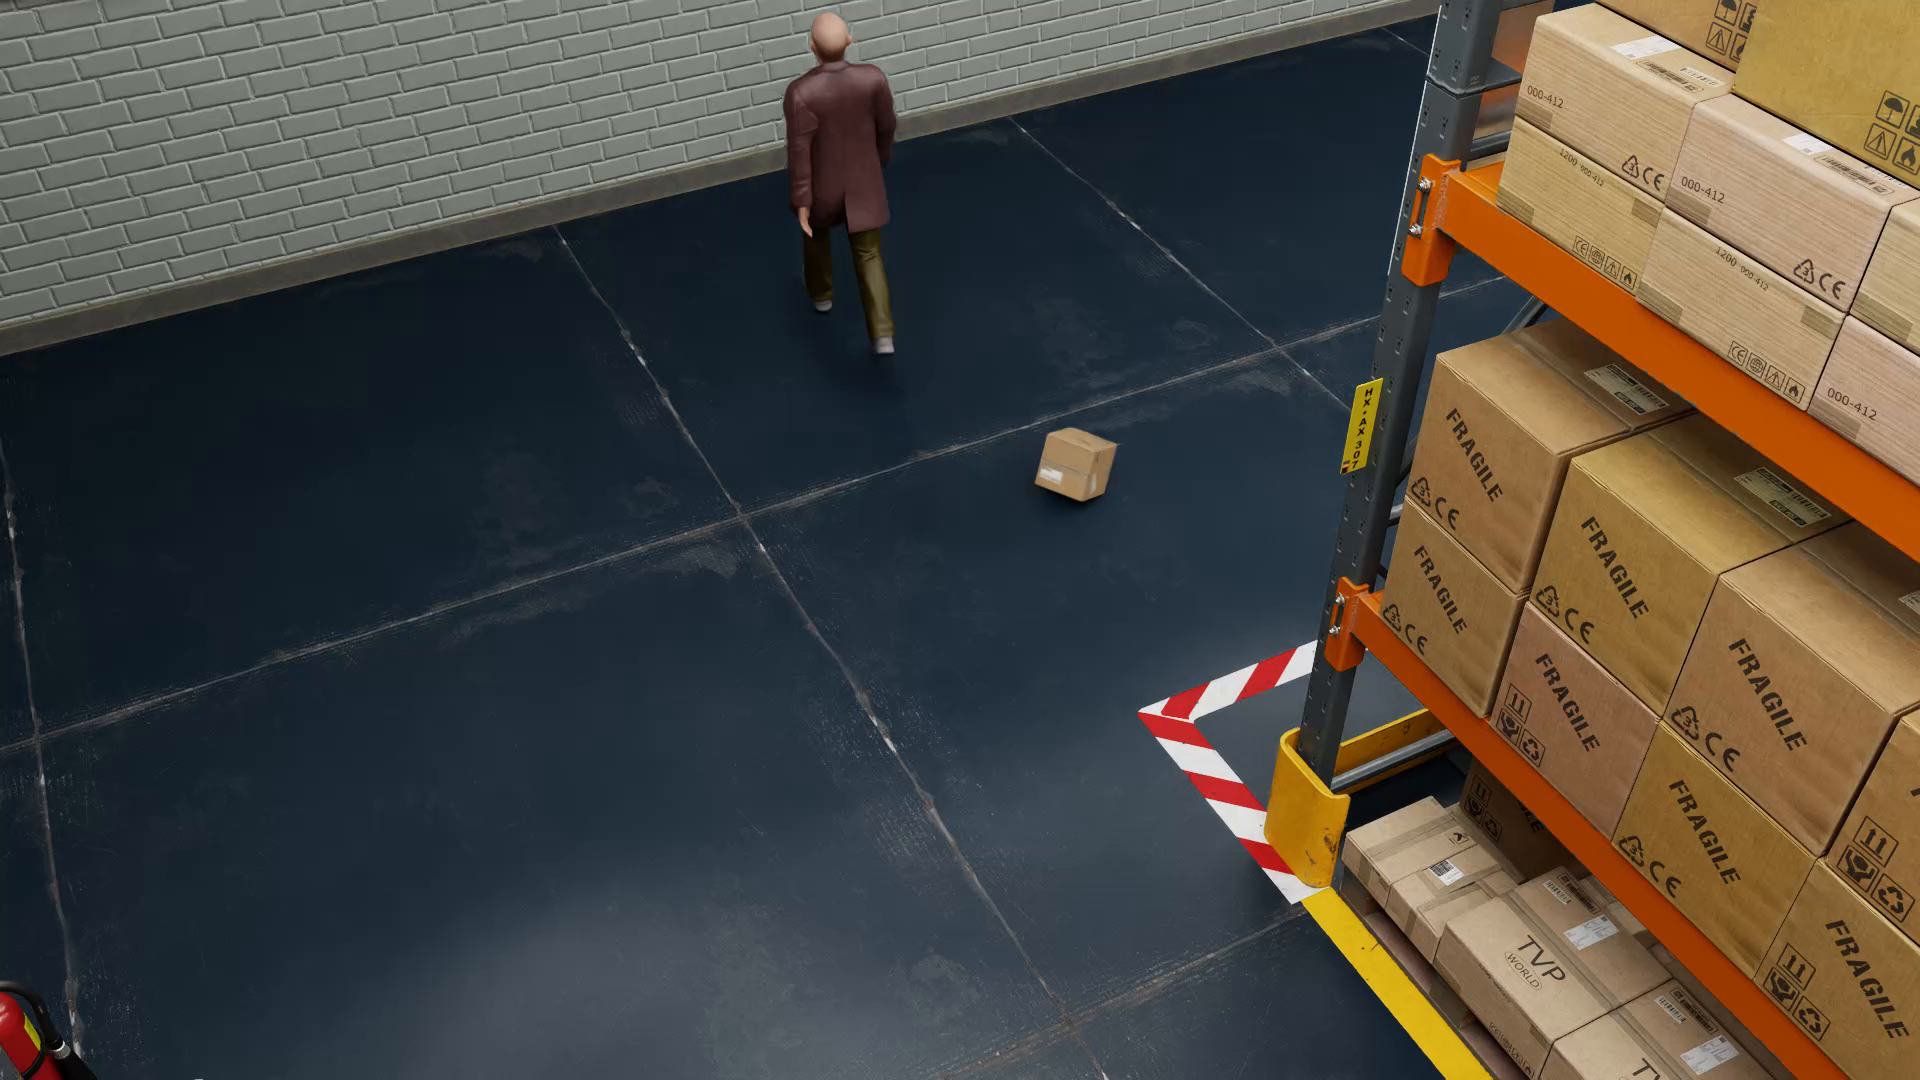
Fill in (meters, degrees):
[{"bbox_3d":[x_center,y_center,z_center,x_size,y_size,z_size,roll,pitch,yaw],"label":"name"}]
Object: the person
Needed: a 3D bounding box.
[{"bbox_3d":[-0.584,-1.778,8.245,0.580,1.715,1.101,-11,42,-12],"label":"person"}]
